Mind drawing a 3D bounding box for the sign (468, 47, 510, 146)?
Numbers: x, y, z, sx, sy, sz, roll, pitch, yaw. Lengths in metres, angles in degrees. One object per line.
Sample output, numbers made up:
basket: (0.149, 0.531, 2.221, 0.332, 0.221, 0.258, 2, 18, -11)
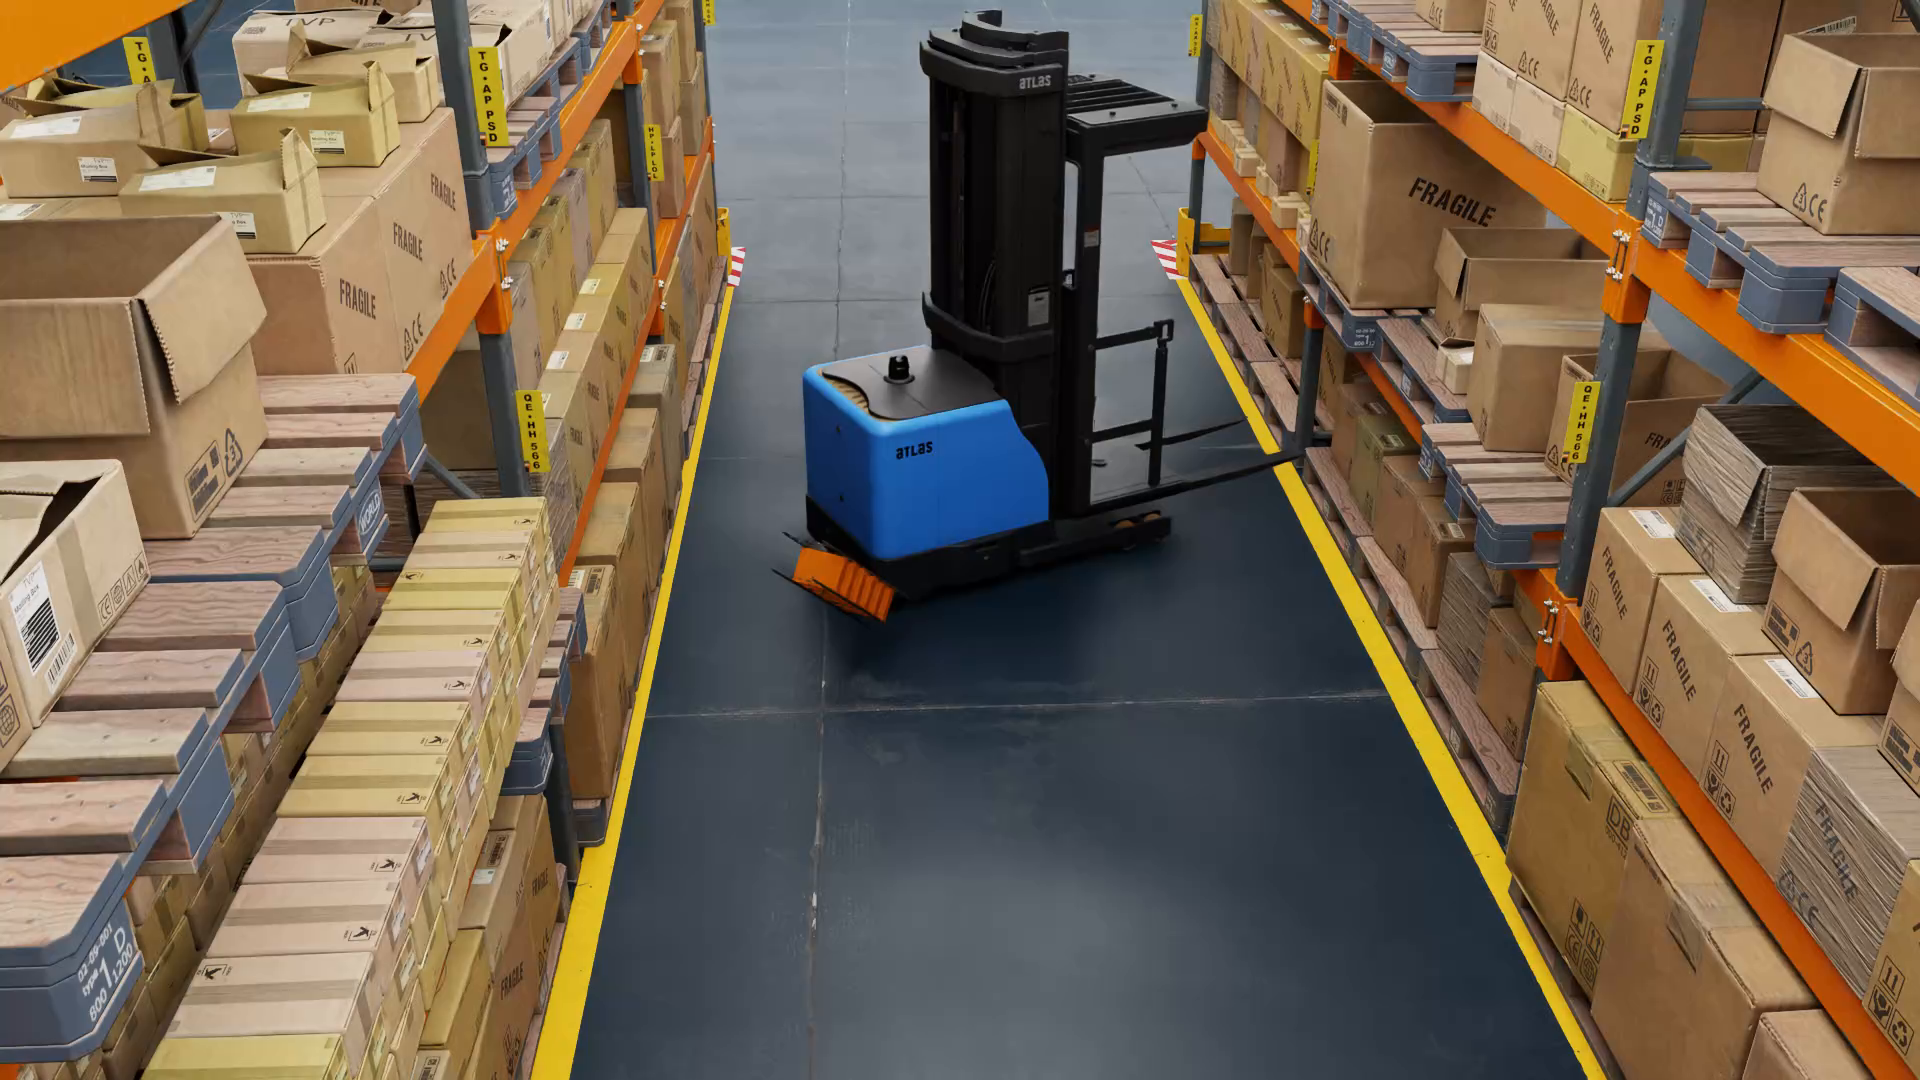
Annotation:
sign: (-1.568, -1.472, 5.526, 0.100, 0.325, 0.005, -1, 28, -3)

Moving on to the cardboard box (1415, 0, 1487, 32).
cardboard box: (2.616, -2.728, 7.928, 0.797, 0.503, 0.637, 0, 28, -1)

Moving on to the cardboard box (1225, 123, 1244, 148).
cardboard box: (2.234, -3.073, 12.669, 0.380, 0.149, 0.250, -1, 28, -3)

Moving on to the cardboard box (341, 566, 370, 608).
cardboard box: (-2.285, 0.121, 5.771, 0.380, 0.149, 0.250, 0, 28, 0)

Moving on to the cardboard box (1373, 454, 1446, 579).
cardboard box: (2.686, -0.144, 9.010, 0.700, 0.500, 0.500, -4, 28, -7)

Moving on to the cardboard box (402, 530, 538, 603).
cardboard box: (-1.615, 0.092, 5.504, 0.380, 0.149, 0.250, -2, 28, -3)

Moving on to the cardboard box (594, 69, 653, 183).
cardboard box: (-2.303, -2.464, 9.901, 0.875, 0.550, 0.550, -1, 28, -3)

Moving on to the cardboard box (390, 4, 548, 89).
cardboard box: (-1.954, -1.965, 6.631, 0.500, 0.250, 0.500, -1, 28, -1)

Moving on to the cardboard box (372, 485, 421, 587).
cardboard box: (-2.401, -0.146, 6.679, 0.500, 0.500, 0.500, -1, 28, -3)

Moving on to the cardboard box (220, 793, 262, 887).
cardboard box: (-2.217, 0.849, 4.697, 0.380, 0.149, 0.250, -1, 28, -2)

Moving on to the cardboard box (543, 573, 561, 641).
cardboard box: (-1.625, 0.241, 5.861, 0.380, 0.149, 0.250, -1, 28, -2)

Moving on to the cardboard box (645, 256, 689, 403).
cardboard box: (-2.281, -1.284, 10.812, 0.875, 0.875, 0.875, -1, 28, -2)

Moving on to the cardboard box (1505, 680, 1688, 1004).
cardboard box: (2.864, 1.102, 6.238, 1.225, 0.875, 0.875, -3, 28, -5)

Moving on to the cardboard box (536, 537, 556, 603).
cardboard box: (-1.629, 0.110, 5.791, 0.380, 0.149, 0.250, -1, 28, -2)

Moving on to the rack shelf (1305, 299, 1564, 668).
rack shelf: (2.744, -0.578, 8.393, 1.077, 0.370, 4.000, -1, 28, -3)

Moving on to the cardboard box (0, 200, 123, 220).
cardboard box: (-2.281, -0.543, 4.196, 0.500, 0.500, 0.500, -1, 28, -3)

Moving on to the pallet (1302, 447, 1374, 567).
pallet: (2.682, -0.225, 9.953, 1.003, 0.211, 1.213, -1, 28, -3)

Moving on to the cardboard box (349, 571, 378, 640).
cardboard box: (-2.288, 0.236, 5.871, 0.380, 0.149, 0.250, -2, 28, -3)

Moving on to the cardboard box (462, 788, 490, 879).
cardboard box: (-1.563, 0.834, 4.725, 0.380, 0.149, 0.250, -1, 28, -1)

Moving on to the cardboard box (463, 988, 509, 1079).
cardboard box: (-1.747, 1.803, 5.298, 0.500, 0.500, 0.500, -3, 28, -5)

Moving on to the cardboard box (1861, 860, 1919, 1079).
cardboard box: (2.707, 1.150, 4.193, 0.500, 0.500, 0.500, -2, 28, -3)

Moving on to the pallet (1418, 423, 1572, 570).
pallet: (2.705, -0.215, 7.126, 1.213, 0.211, 1.003, -1, 28, -3)

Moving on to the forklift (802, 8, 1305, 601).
forklift: (0.651, -1.442, 9.346, 3.031, 2.935, 1.130, -14, 31, -25)

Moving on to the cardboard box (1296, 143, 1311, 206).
cardboard box: (2.687, -2.438, 10.751, 0.875, 0.500, 0.500, -1, 28, -3)

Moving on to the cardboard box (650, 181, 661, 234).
cardboard box: (-2.401, -2.238, 10.635, 0.875, 0.550, 0.550, -1, 28, -3)

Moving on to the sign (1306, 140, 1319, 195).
sign: (2.099, -2.188, 9.765, 0.100, 0.325, 0.005, -1, 28, -3)

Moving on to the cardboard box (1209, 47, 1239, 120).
cardboard box: (2.432, -3.590, 12.959, 0.875, 0.500, 0.500, -1, 28, -3)

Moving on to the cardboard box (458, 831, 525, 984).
cardboard box: (-1.775, 1.232, 5.583, 0.500, 0.250, 0.500, -1, 28, -2)

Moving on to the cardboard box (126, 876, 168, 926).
cardboard box: (-2.184, 0.826, 4.098, 0.380, 0.149, 0.250, -3, 28, -5)

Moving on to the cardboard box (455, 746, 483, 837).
cardboard box: (-1.560, 0.706, 4.649, 0.380, 0.149, 0.250, -1, 28, -1)

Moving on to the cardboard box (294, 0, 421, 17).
cardboard box: (-2.480, -2.301, 7.005, 0.500, 0.500, 0.500, -1, 28, -3)

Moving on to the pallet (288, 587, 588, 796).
pallet: (-1.966, 0.511, 5.734, 1.213, 0.211, 1.003, -1, 28, -3)

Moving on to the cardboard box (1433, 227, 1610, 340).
cardboard box: (2.823, -1.254, 8.346, 0.797, 0.503, 0.637, 1, 28, 3)

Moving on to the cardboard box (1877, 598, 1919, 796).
cardboard box: (2.944, 0.486, 4.382, 0.797, 0.503, 0.637, -1, 28, -1)

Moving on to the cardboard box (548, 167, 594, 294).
cardboard box: (-2.232, -1.535, 8.261, 0.700, 0.500, 0.500, -1, 28, -2)

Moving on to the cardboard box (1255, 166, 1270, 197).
cardboard box: (2.272, -2.495, 11.561, 0.380, 0.149, 0.250, -1, 28, -3)

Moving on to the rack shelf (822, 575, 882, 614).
rack shelf: (-0.543, 0.247, 8.323, 0.258, 0.180, 0.103, 13, -11, 23)

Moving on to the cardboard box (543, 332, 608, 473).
cardboard box: (-1.919, -0.626, 7.599, 0.500, 0.500, 0.500, -1, 28, -3)

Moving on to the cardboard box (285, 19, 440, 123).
cardboard box: (-1.829, -1.434, 5.075, 0.396, 0.266, 0.258, -1, 28, -3)

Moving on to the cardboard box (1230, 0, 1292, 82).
cardboard box: (2.234, -3.565, 11.831, 0.500, 0.500, 0.500, -1, 28, -3)

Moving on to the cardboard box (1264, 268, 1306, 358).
cardboard box: (2.511, -1.633, 11.887, 0.500, 0.500, 0.500, -4, 28, -7)

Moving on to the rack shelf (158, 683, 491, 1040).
rack shelf: (-2.005, 1.342, 4.711, 1.077, 0.370, 4.000, -1, 28, -3)

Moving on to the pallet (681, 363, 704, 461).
pallet: (-2.280, -0.864, 11.179, 1.003, 0.211, 1.213, -1, 28, -3)

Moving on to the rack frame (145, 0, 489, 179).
rack frame: (-2.110, -2.560, 4.928, 1.000, 3.000, 0.127, -1, 28, -3)

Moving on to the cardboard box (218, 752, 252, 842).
cardboard box: (-2.216, 0.716, 4.630, 0.380, 0.149, 0.250, -2, 28, -3)

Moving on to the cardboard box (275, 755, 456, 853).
cardboard box: (-1.548, 0.694, 4.351, 0.380, 0.149, 0.250, -1, 28, -1)

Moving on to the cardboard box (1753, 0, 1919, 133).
cardboard box: (3.081, -1.793, 6.051, 0.500, 0.500, 0.500, -1, 28, -2)

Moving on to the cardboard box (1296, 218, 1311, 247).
cardboard box: (2.332, -1.917, 10.454, 0.380, 0.149, 0.250, -1, 28, -3)

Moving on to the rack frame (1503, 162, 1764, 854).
rack frame: (2.849, 0.026, 6.456, 1.000, 3.000, 0.127, -1, 28, -3)

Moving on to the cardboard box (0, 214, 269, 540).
cardboard box: (-1.850, -0.332, 3.333, 0.797, 0.503, 0.637, -2, 28, -3)

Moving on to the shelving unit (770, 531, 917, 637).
shelving unit: (-0.557, 0.235, 8.282, 0.258, 0.189, 1.200, 13, -11, 23)

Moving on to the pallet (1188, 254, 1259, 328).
pallet: (2.442, -2.021, 13.396, 1.003, 0.211, 1.213, -1, 28, -3)

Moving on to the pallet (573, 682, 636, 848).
pallet: (-2.076, 0.970, 7.662, 1.003, 0.211, 1.213, -1, 28, -3)

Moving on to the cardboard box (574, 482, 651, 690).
cardboard box: (-2.101, 0.224, 8.056, 1.050, 0.750, 0.750, -1, 28, -2)

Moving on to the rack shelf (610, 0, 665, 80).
rack shelf: (-2.423, -3.682, 11.101, 1.077, 0.370, 4.000, -1, 28, -3)
